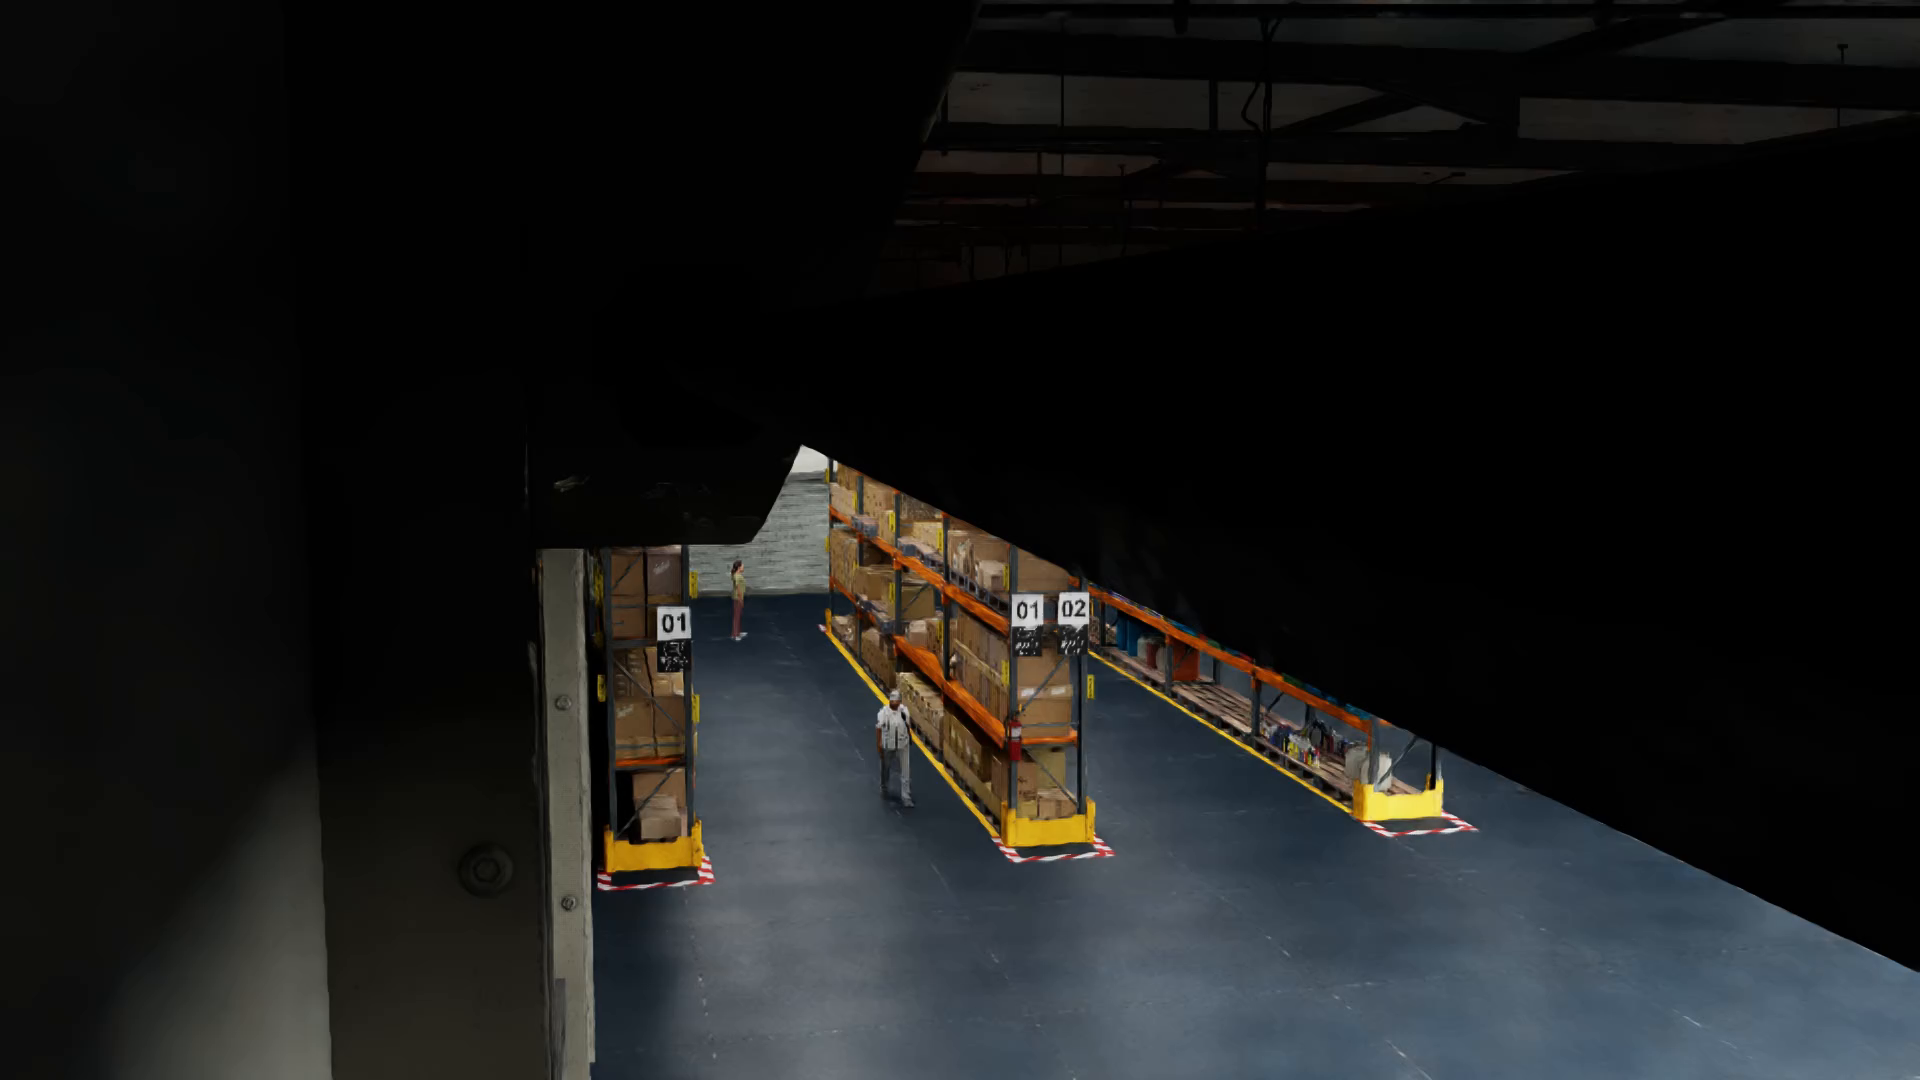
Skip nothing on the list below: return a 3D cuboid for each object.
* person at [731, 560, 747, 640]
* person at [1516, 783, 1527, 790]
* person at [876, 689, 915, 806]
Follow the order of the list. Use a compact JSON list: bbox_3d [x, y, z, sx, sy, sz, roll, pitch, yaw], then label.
[{"bbox_3d":[-4.724,1.268,35.528,0.385,1.678,0.592,-2,7,-13],"label":"person"},{"bbox_3d":[8.284,2.731,23.254,0.621,1.725,0.956,-5,8,-35],"label":"person"},{"bbox_3d":[-0.909,2.818,22.913,0.497,1.583,1.090,-1,7,-10],"label":"person"}]
